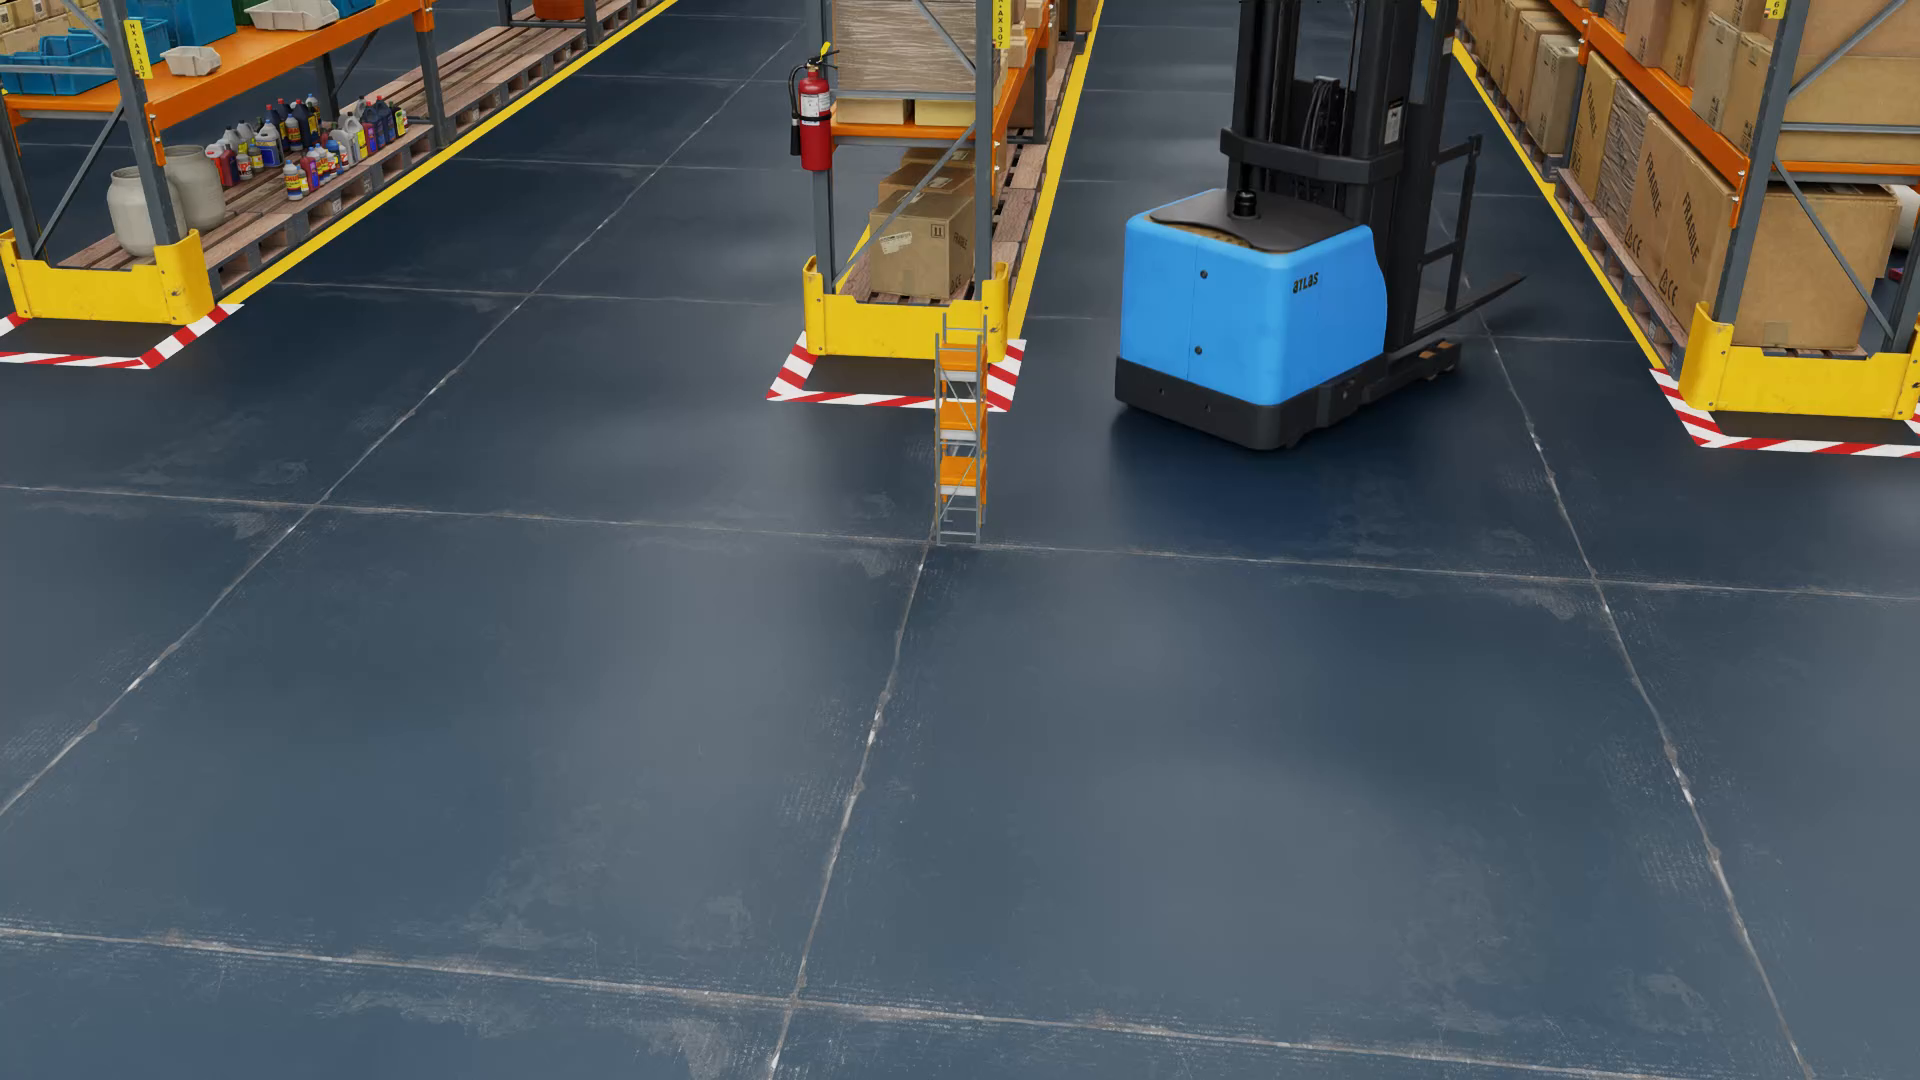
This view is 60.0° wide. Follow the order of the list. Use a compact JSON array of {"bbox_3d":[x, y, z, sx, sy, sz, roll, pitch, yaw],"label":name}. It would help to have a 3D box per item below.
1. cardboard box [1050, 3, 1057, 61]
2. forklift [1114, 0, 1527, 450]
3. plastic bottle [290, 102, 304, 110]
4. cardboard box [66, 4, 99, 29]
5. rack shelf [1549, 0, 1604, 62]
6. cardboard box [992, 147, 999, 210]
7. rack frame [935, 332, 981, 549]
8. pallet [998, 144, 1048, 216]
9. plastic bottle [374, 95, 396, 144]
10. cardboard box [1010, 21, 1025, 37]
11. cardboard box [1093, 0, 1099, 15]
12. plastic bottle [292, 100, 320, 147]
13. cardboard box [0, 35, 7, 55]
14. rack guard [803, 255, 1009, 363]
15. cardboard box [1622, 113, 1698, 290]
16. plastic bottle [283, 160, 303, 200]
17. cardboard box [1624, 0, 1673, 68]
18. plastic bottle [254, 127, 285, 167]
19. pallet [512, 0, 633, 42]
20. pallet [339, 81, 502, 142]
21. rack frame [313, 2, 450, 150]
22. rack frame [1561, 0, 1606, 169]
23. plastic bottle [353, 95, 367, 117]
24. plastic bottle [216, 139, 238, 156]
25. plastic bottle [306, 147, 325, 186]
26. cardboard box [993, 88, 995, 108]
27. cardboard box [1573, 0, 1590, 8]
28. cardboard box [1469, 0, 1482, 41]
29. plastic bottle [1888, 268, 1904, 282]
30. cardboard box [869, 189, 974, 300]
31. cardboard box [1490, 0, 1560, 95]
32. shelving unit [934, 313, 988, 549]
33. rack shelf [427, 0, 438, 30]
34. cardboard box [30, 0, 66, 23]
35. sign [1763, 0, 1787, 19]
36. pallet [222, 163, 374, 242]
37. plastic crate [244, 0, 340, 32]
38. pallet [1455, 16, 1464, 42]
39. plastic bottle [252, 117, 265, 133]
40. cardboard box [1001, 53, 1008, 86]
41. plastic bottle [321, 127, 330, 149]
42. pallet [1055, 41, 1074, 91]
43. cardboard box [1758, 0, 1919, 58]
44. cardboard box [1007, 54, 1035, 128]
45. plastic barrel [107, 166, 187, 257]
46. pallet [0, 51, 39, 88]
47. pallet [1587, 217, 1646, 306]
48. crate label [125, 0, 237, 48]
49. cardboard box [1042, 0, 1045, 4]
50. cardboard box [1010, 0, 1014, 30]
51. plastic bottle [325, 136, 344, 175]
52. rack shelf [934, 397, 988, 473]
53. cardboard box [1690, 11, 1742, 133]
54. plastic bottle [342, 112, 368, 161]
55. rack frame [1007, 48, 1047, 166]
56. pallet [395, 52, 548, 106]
[{"bbox_3d":[0.542,-4.705,15.492,0.700,0.500,0.500,1,28,2],"label":"cardboard box"},{"bbox_3d":[2.233,-2.348,9.017,1.130,2.935,3.031,25,37,38],"label":"forklift"},{"bbox_3d":[-5.233,-3.311,13.142,0.152,0.276,0.135,4,29,8],"label":"plastic bottle"},{"bbox_3d":[-9.054,-5.237,16.765,0.500,0.250,0.500,3,28,6],"label":"cardboard box"},{"bbox_3d":[5.324,-4.596,13.877,1.077,0.370,4.000,3,28,6],"label":"rack shelf"},{"bbox_3d":[0.020,-2.639,11.678,0.500,0.500,0.500,1,28,2],"label":"cardboard box"},{"bbox_3d":[-0.008,-0.430,7.441,0.200,1.050,0.008,3,28,6],"label":"rack frame"},{"bbox_3d":[0.122,-2.761,12.653,1.003,0.211,1.213,3,28,6],"label":"pallet"},{"bbox_3d":[-4.539,-3.303,13.047,0.144,0.351,0.185,3,28,5],"label":"plastic bottle"},{"bbox_3d":[0.236,-3.373,11.113,0.380,0.149,0.250,3,28,6],"label":"cardboard box"},{"bbox_3d":[0.881,-6.182,17.860,1.225,0.875,0.875,3,29,6],"label":"cardboard box"},{"bbox_3d":[-5.114,-3.258,12.964,0.144,0.351,0.185,3,28,6],"label":"plastic bottle"},{"bbox_3d":[-9.242,-4.519,15.432,0.500,0.250,0.500,3,28,5],"label":"cardboard box"},{"bbox_3d":[-0.312,-1.360,9.747,1.175,0.500,0.348,3,28,6],"label":"rack guard"},{"bbox_3d":[4.712,-2.075,10.237,0.875,0.875,0.875,3,28,5],"label":"cardboard box"},{"bbox_3d":[-4.705,-2.540,11.715,0.097,0.271,0.097,0,28,0],"label":"plastic bottle"},{"bbox_3d":[4.818,-3.355,10.658,0.875,0.550,0.550,3,28,6],"label":"cardboard box"},{"bbox_3d":[-5.182,-2.948,12.467,0.152,0.276,0.135,3,28,6],"label":"plastic bottle"},{"bbox_3d":[-4.201,-5.624,17.966,1.003,0.211,1.213,3,28,6],"label":"pallet"},{"bbox_3d":[-4.689,-3.739,14.468,1.003,0.211,1.213,3,28,6],"label":"pallet"},{"bbox_3d":[-4.747,-4.595,13.117,1.000,3.000,0.127,3,28,6],"label":"rack frame"},{"bbox_3d":[5.079,-3.971,11.959,1.000,3.000,0.127,3,28,6],"label":"rack frame"},{"bbox_3d":[-4.683,-3.311,13.062,0.144,0.351,0.185,3,28,6],"label":"plastic bottle"},{"bbox_3d":[-5.372,-2.779,12.154,0.152,0.276,0.135,3,28,5],"label":"plastic bottle"},{"bbox_3d":[-4.663,-2.701,12.014,0.097,0.271,0.097,0,28,0],"label":"plastic bottle"},{"bbox_3d":[0.000,-2.551,9.587,0.380,0.149,0.250,3,28,6],"label":"cardboard box"},{"bbox_3d":[4.878,-4.277,12.420,0.500,0.500,0.500,3,28,6],"label":"cardboard box"},{"bbox_3d":[5.391,-5.264,16.550,0.500,0.500,0.500,3,28,6],"label":"cardboard box"},{"bbox_3d":[6.271,-1.748,10.929,0.283,0.061,0.133,-6,29,-11],"label":"plastic bottle"},{"bbox_3d":[-0.228,-1.802,10.124,0.500,0.500,0.500,9,30,16],"label":"cardboard box"},{"bbox_3d":[5.302,-4.356,14.601,1.050,0.750,0.750,4,29,7],"label":"cardboard box"},{"bbox_3d":[0.007,-0.487,7.548,0.215,1.050,0.252,3,28,6],"label":"shelving unit"},{"bbox_3d":[-4.502,-5.220,15.035,1.077,0.370,4.000,3,28,6],"label":"rack shelf"},{"bbox_3d":[-9.114,-5.245,16.189,0.500,0.311,0.500,3,28,6],"label":"cardboard box"},{"bbox_3d":[4.052,-2.741,8.204,0.100,0.325,0.005,3,28,6],"label":"sign"},{"bbox_3d":[-5.017,-2.478,12.127,1.003,0.211,1.213,3,28,6],"label":"pallet"},{"bbox_3d":[-4.694,-3.700,11.733,0.530,0.136,0.437,3,28,6],"label":"plastic crate"},{"bbox_3d":[5.819,-5.567,17.861,1.003,0.211,1.213,3,28,6],"label":"pallet"},{"bbox_3d":[-5.342,-3.073,12.691,0.061,0.283,0.133,5,29,8],"label":"plastic bottle"},{"bbox_3d":[0.093,-2.904,10.242,0.380,0.149,0.250,3,28,6],"label":"cardboard box"},{"bbox_3d":[-4.732,-2.960,12.482,0.061,0.283,0.133,3,28,6],"label":"plastic bottle"},{"bbox_3d":[0.562,-4.595,16.056,1.003,0.211,1.213,3,28,6],"label":"pallet"},{"bbox_3d":[4.673,-2.802,8.492,0.875,0.550,0.550,3,28,6],"label":"cardboard box"},{"bbox_3d":[0.266,-3.688,13.605,0.700,0.500,0.500,1,28,2],"label":"cardboard box"},{"bbox_3d":[-5.232,-2.116,10.695,0.421,0.512,0.421,0,28,0],"label":"plastic barrel"},{"bbox_3d":[-9.464,-4.582,16.032,1.003,0.211,1.213,3,28,6],"label":"pallet"},{"bbox_3d":[4.761,-1.814,10.895,1.003,0.211,1.213,3,28,6],"label":"pallet"},{"bbox_3d":[-5.280,-3.610,11.251,0.502,0.435,0.616,3,28,6],"label":"crate label"},{"bbox_3d":[0.434,-4.078,12.422,0.380,0.149,0.250,3,28,6],"label":"cardboard box"},{"bbox_3d":[-0.107,-3.566,10.788,0.875,0.500,0.500,3,28,6],"label":"cardboard box"},{"bbox_3d":[-4.626,-2.844,12.279,0.097,0.271,0.097,0,28,0],"label":"plastic bottle"},{"bbox_3d":[0.007,-0.478,7.553,0.215,0.259,0.240,3,28,6],"label":"rack shelf"},{"bbox_3d":[4.635,-2.592,9.240,0.875,0.550,0.550,3,28,6],"label":"cardboard box"},{"bbox_3d":[-4.603,-3.060,12.597,0.144,0.351,0.185,3,28,6],"label":"plastic bottle"},{"bbox_3d":[0.169,-4.307,12.582,1.000,3.000,0.127,3,28,6],"label":"rack frame"},{"bbox_3d":[-4.542,-4.315,15.537,1.003,0.211,1.213,3,28,6],"label":"pallet"}]
